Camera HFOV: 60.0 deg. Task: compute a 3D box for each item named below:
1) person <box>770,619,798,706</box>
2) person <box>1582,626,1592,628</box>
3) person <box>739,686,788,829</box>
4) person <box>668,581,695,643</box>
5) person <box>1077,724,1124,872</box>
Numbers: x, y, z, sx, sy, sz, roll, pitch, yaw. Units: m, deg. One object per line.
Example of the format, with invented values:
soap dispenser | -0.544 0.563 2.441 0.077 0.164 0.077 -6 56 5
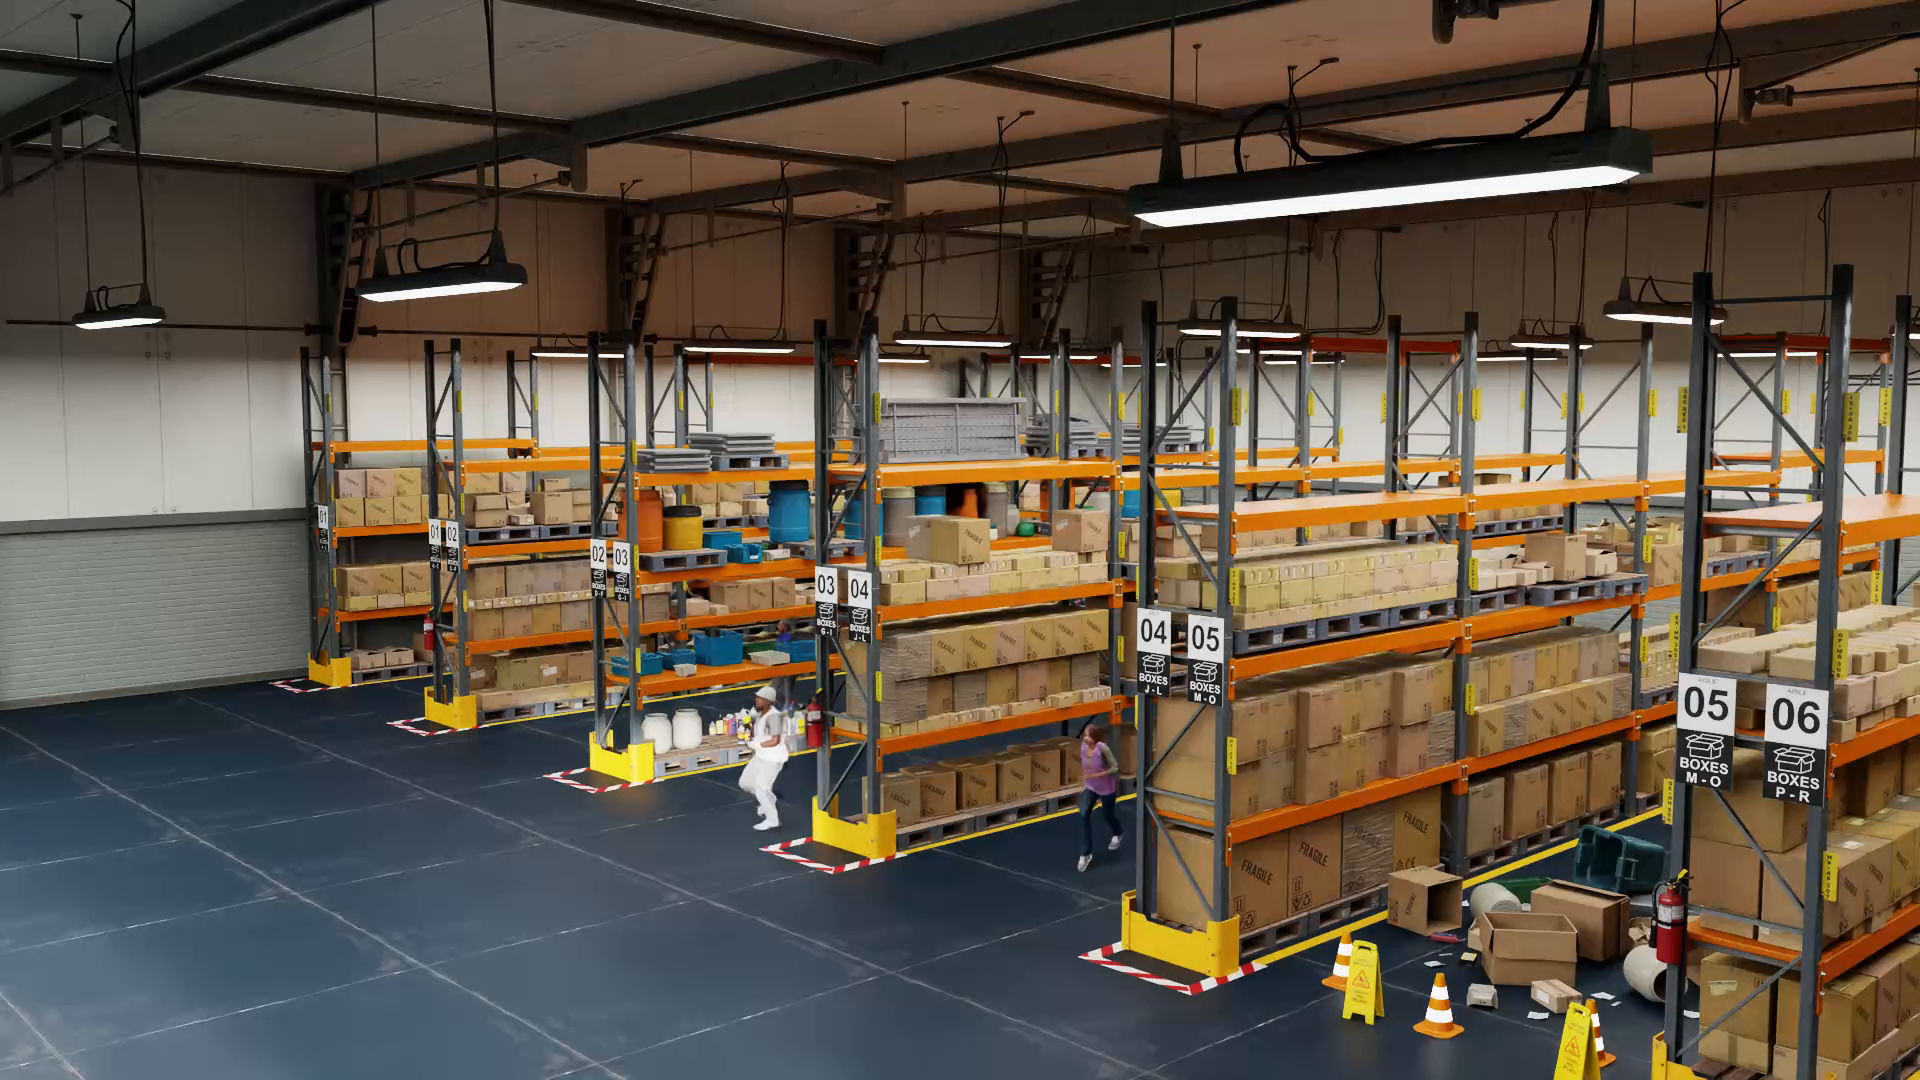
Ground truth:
person | -2.780 2.051 26.189 0.573 1.621 0.561 -5 7 -43
person | 9.638 2.118 25.579 0.650 1.653 0.657 5 7 43
person | -2.309 2.582 19.729 0.558 1.734 0.793 -3 6 -34
person | -5.476 1.469 32.094 0.674 1.709 0.907 3 6 27
person | 1.561 2.776 18.312 0.539 1.595 0.943 3 6 30
